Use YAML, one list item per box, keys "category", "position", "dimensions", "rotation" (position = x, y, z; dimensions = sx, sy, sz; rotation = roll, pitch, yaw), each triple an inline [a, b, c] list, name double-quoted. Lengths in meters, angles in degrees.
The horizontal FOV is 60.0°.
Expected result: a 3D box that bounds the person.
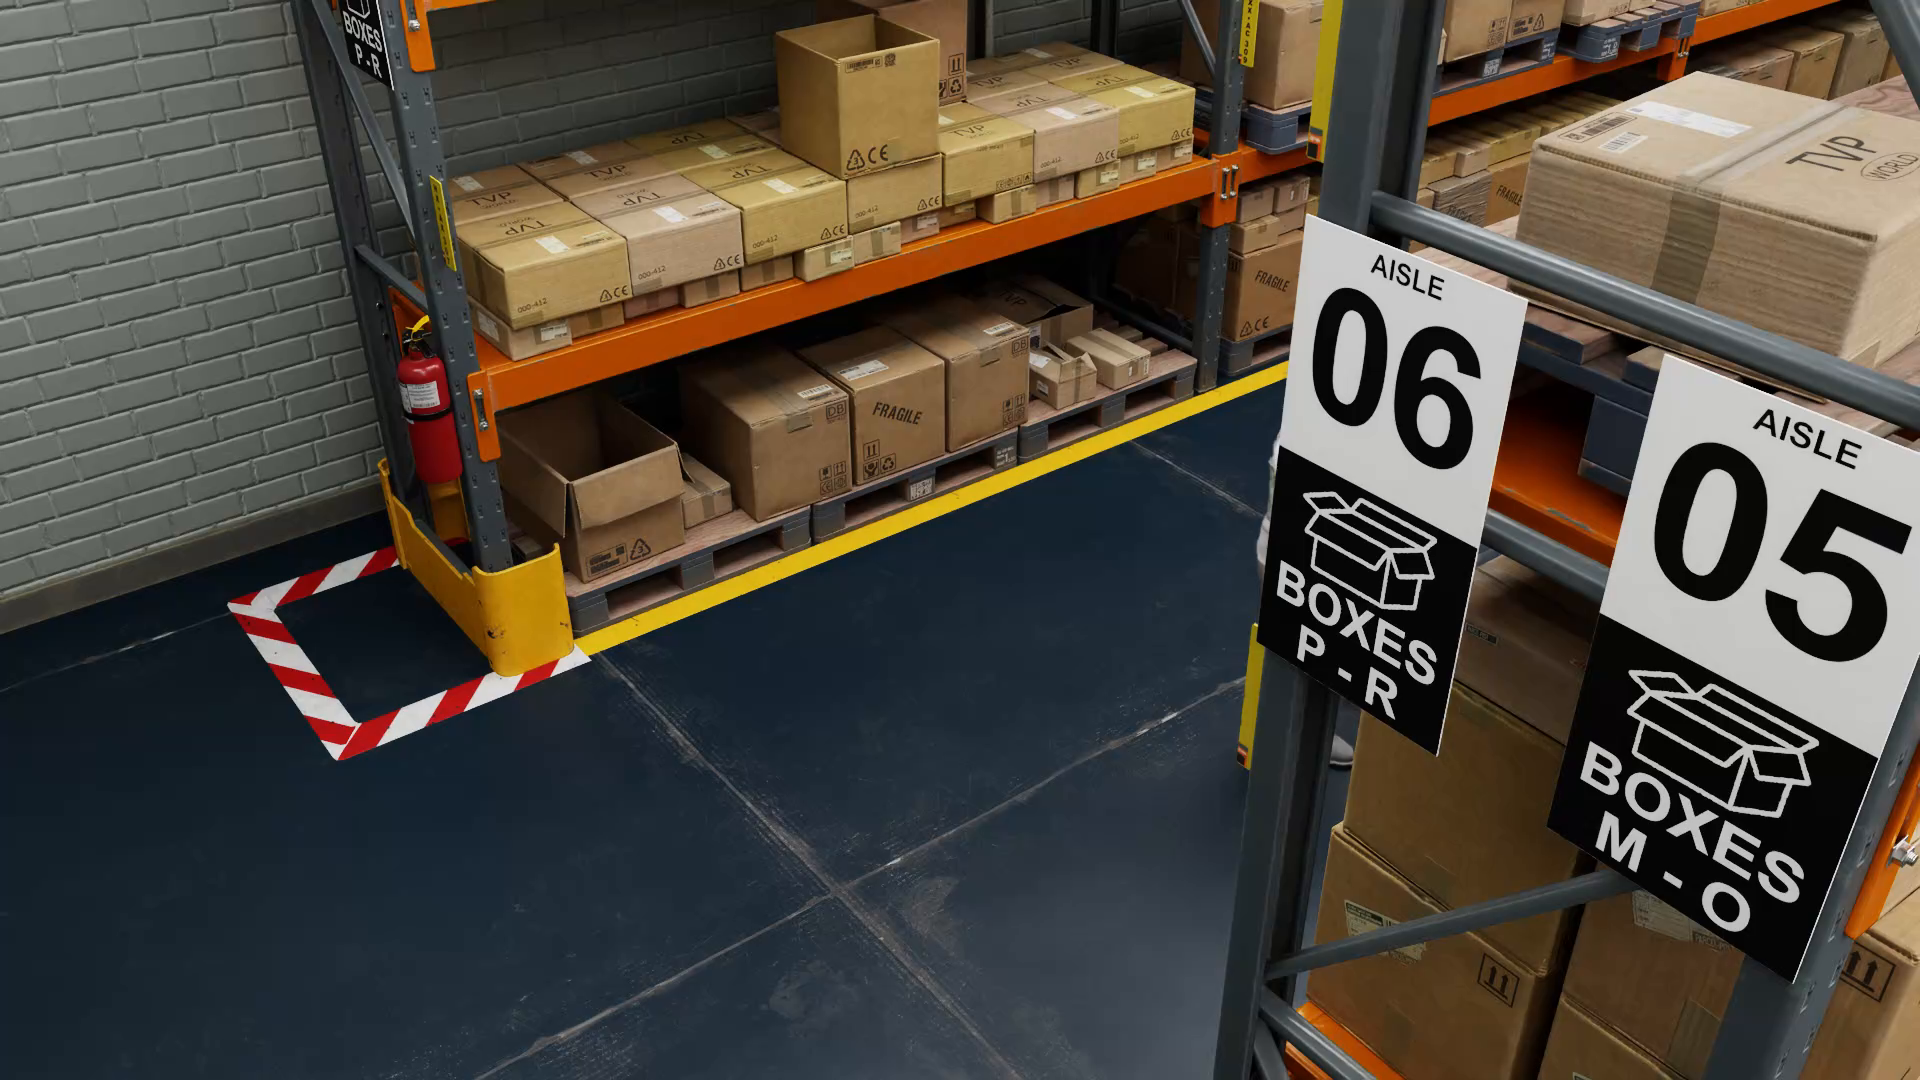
- category: "person"
  position: [1.304, 0.110, 5.935]
  dimensions: [0.473, 1.690, 0.478]
  rotation: [-23, 39, -32]
